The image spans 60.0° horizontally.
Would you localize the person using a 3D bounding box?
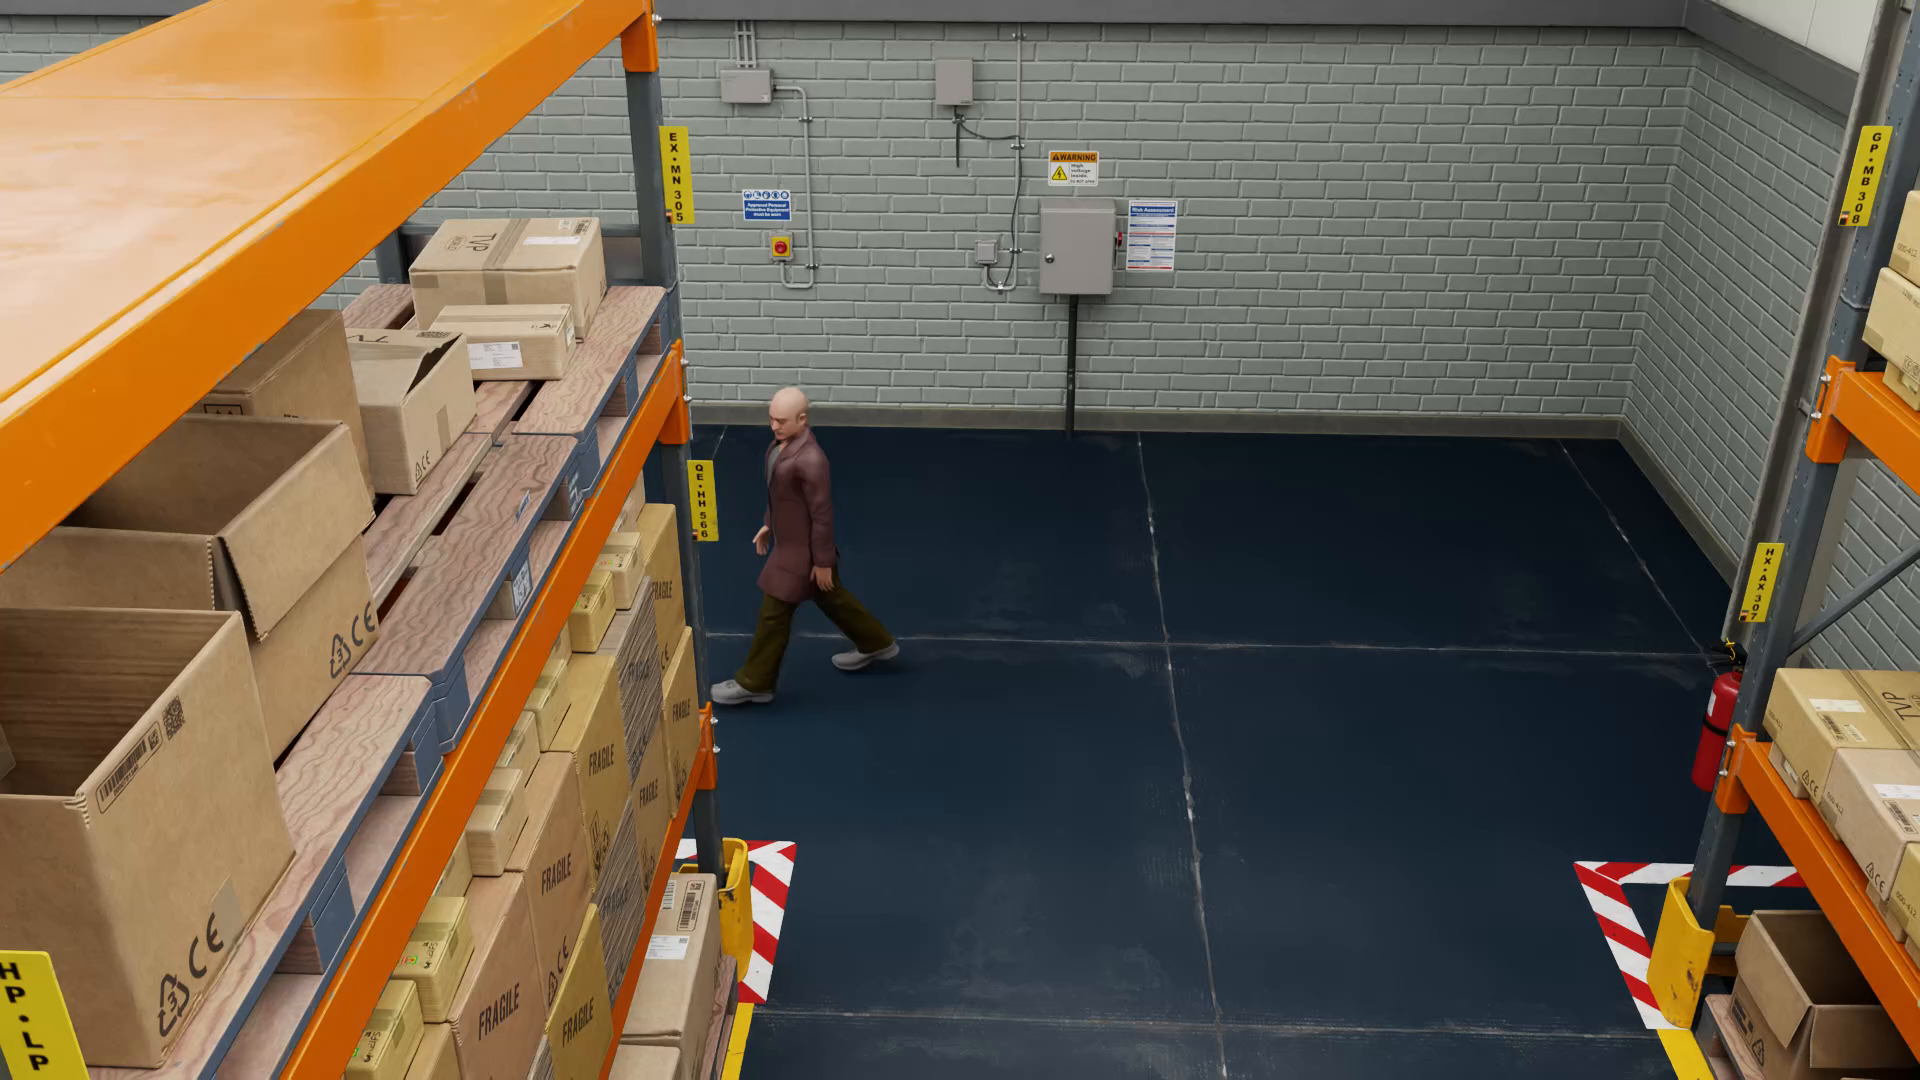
[{"bbox_3d":[-0.840,0.018,8.614,1.081,1.742,0.601,-6,28,-12],"label":"person"}]
